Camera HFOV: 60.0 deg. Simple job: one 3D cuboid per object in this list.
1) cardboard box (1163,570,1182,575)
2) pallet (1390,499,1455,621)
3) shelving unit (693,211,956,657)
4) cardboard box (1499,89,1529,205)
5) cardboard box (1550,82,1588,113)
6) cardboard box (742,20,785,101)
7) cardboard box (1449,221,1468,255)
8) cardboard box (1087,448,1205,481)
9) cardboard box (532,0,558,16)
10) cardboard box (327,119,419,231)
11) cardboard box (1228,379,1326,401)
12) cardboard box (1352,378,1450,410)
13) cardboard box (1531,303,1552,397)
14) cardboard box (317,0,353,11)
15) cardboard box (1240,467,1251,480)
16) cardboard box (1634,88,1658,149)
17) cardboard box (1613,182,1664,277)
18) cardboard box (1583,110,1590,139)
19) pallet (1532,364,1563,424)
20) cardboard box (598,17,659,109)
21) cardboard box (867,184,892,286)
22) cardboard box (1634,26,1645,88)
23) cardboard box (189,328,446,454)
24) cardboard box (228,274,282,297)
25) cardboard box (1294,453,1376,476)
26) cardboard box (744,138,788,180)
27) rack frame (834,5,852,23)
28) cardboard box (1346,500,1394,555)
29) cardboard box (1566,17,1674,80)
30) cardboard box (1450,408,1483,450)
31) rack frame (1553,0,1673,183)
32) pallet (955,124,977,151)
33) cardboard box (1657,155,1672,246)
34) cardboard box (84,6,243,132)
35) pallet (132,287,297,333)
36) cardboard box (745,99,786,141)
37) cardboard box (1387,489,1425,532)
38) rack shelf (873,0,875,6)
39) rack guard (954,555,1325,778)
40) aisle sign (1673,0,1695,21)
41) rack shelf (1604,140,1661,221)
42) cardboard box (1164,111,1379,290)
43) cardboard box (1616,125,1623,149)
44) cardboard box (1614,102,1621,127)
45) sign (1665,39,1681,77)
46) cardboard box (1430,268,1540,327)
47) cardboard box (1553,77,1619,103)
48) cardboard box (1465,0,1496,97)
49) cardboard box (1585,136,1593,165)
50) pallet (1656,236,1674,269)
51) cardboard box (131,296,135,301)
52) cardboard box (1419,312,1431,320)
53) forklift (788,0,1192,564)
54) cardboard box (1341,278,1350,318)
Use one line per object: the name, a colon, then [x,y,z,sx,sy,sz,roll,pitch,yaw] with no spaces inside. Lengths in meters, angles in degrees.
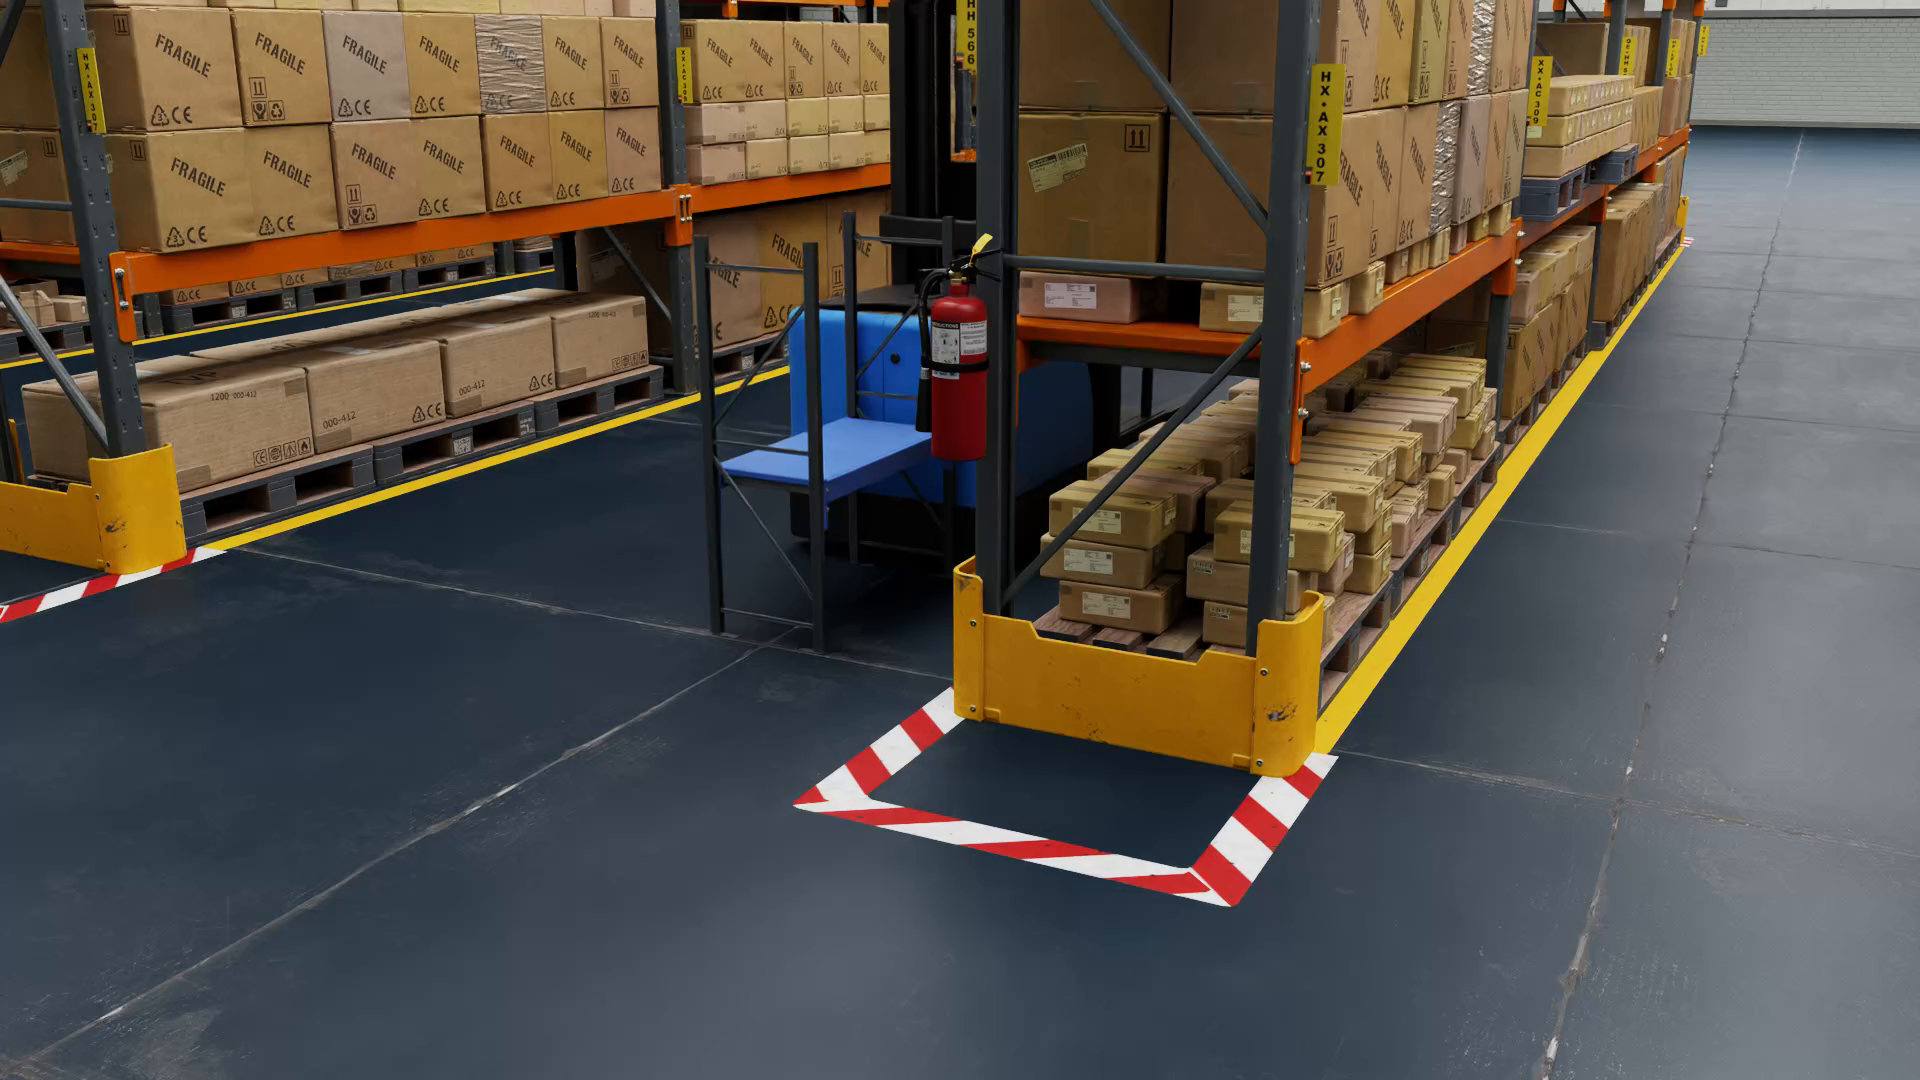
cardboard box: [0.596,0.123,6.112,0.380,0.149,0.250,9,19,27]
pallet: [1.498,0.002,7.147,1.003,0.211,1.213,8,18,25]
shelving unit: [-0.481,-0.457,6.427,0.538,1.500,1.048,8,18,26]
cardboard box: [2.347,-1.854,7.799,0.500,0.500,0.500,8,18,25]
cardboard box: [3.133,-2.367,8.884,0.380,0.149,0.250,8,18,26]
cardboard box: [-1.507,-3.162,10.971,0.500,0.500,0.500,8,18,25]
cardboard box: [1.969,-1.324,7.155,0.380,0.149,0.250,7,18,23]
cardboard box: [0.698,-0.229,6.253,0.380,0.149,0.250,8,18,24]
cardboard box: [-2.449,-2.963,9.162,0.380,0.149,0.250,8,18,25]
cardboard box: [-3.035,-1.801,8.144,0.500,0.500,0.500,8,18,25]
cardboard box: [1.443,-0.624,7.581,0.380,0.149,0.250,9,19,27]
cardboard box: [2.015,-0.628,7.595,0.380,0.149,0.250,9,19,27]
cardboard box: [3.112,-1.115,9.662,0.500,0.500,0.500,9,19,28]
cardboard box: [-3.101,-2.571,7.842,0.380,0.149,0.250,8,18,26]
cardboard box: [0.954,-0.218,6.736,0.380,0.149,0.250,8,18,26]
cardboard box: [5.665,-3.612,14.243,0.500,0.500,0.500,8,18,25]
cardboard box: [5.688,-2.813,14.942,1.050,0.750,0.750,8,18,25]
cardboard box: [3.242,-2.286,9.134,0.380,0.149,0.250,7,18,23]
pallet: [3.200,-0.996,10.507,1.003,0.211,1.213,8,18,25]
cardboard box: [-2.127,-2.798,9.746,0.500,0.500,0.500,8,18,25]
cardboard box: [-0.759,-2.463,13.542,0.875,0.875,0.875,8,18,25]
cardboard box: [5.440,-4.129,14.225,0.700,0.500,0.500,8,18,24]
cardboard box: [-3.344,-0.796,8.697,0.875,0.438,0.875,9,19,27]
cardboard box: [-5.959,-2.291,13.624,0.500,0.500,0.500,8,18,25]
cardboard box: [1.340,-0.221,6.224,0.380,0.149,0.250,7,18,23]
cardboard box: [-1.501,-2.565,11.155,0.500,0.250,0.500,8,18,24]
rack frame: [-1.244,-6.114,22.839,1.000,3.000,0.127,8,18,25]
cardboard box: [1.401,-0.069,6.236,0.380,0.149,0.250,9,19,27]
cardboard box: [6.080,-4.539,15.379,0.875,0.550,0.550,8,18,25]
cardboard box: [2.240,-0.538,7.814,0.380,0.149,0.250,7,18,23]
rack frame: [5.885,-3.860,15.252,1.000,3.000,0.127,8,18,25]
pallet: [-0.153,-3.548,14.540,1.213,0.211,1.003,8,18,25]
cardboard box: [6.628,-3.424,16.779,0.875,0.875,0.875,8,18,26]
cardboard box: [-3.482,-2.021,7.128,0.500,0.500,0.500,8,18,24]
pallet: [-6.276,-1.932,13.659,1.003,0.211,1.213,8,18,25]
cardboard box: [-1.507,-2.807,11.091,0.500,0.250,0.500,8,19,26]
cardboard box: [1.722,-0.127,6.952,0.380,0.149,0.250,8,18,25]
rack shelf: [0.517,-5.048,15.246,1.077,0.370,4.000,8,18,25]
rack guard: [0.557,0.375,5.382,1.175,0.500,0.348,8,18,25]
aisle sign: [7.972,-6.105,18.245,0.394,0.787,0.004,8,18,25]
rack shelf: [4.991,-3.006,13.640,1.077,0.370,4.000,8,18,25]
cardboard box: [0.970,-1.073,5.171,0.500,0.500,0.500,9,19,28]
cardboard box: [4.061,-2.609,10.745,0.380,0.149,0.250,8,19,26]
cardboard box: [3.939,-2.682,10.466,0.380,0.149,0.250,8,18,25]
sign: [6.374,-4.311,14.875,0.100,0.325,0.005,8,18,25]
cardboard box: [2.876,-1.339,9.101,0.500,0.250,0.500,7,18,23]
cardboard box: [3.828,-2.765,10.223,0.380,0.149,0.250,8,18,25]
cardboard box: [1.874,-2.077,6.795,0.500,0.500,0.500,9,19,27]
cardboard box: [3.358,-2.208,9.395,0.380,0.149,0.250,7,18,23]
pallet: [6.838,-3.019,17.318,1.003,0.211,1.213,8,18,25]
cardboard box: [-6.651,-2.223,13.392,0.500,0.500,0.500,8,18,25]
cardboard box: [2.417,-1.407,9.328,0.500,0.250,0.500,8,18,24]
forklift: [0.374,-1.675,8.016,1.130,2.935,3.031,8,18,26]
cardboard box: [1.037,-0.794,5.370,0.380,0.149,0.250,9,19,27]
